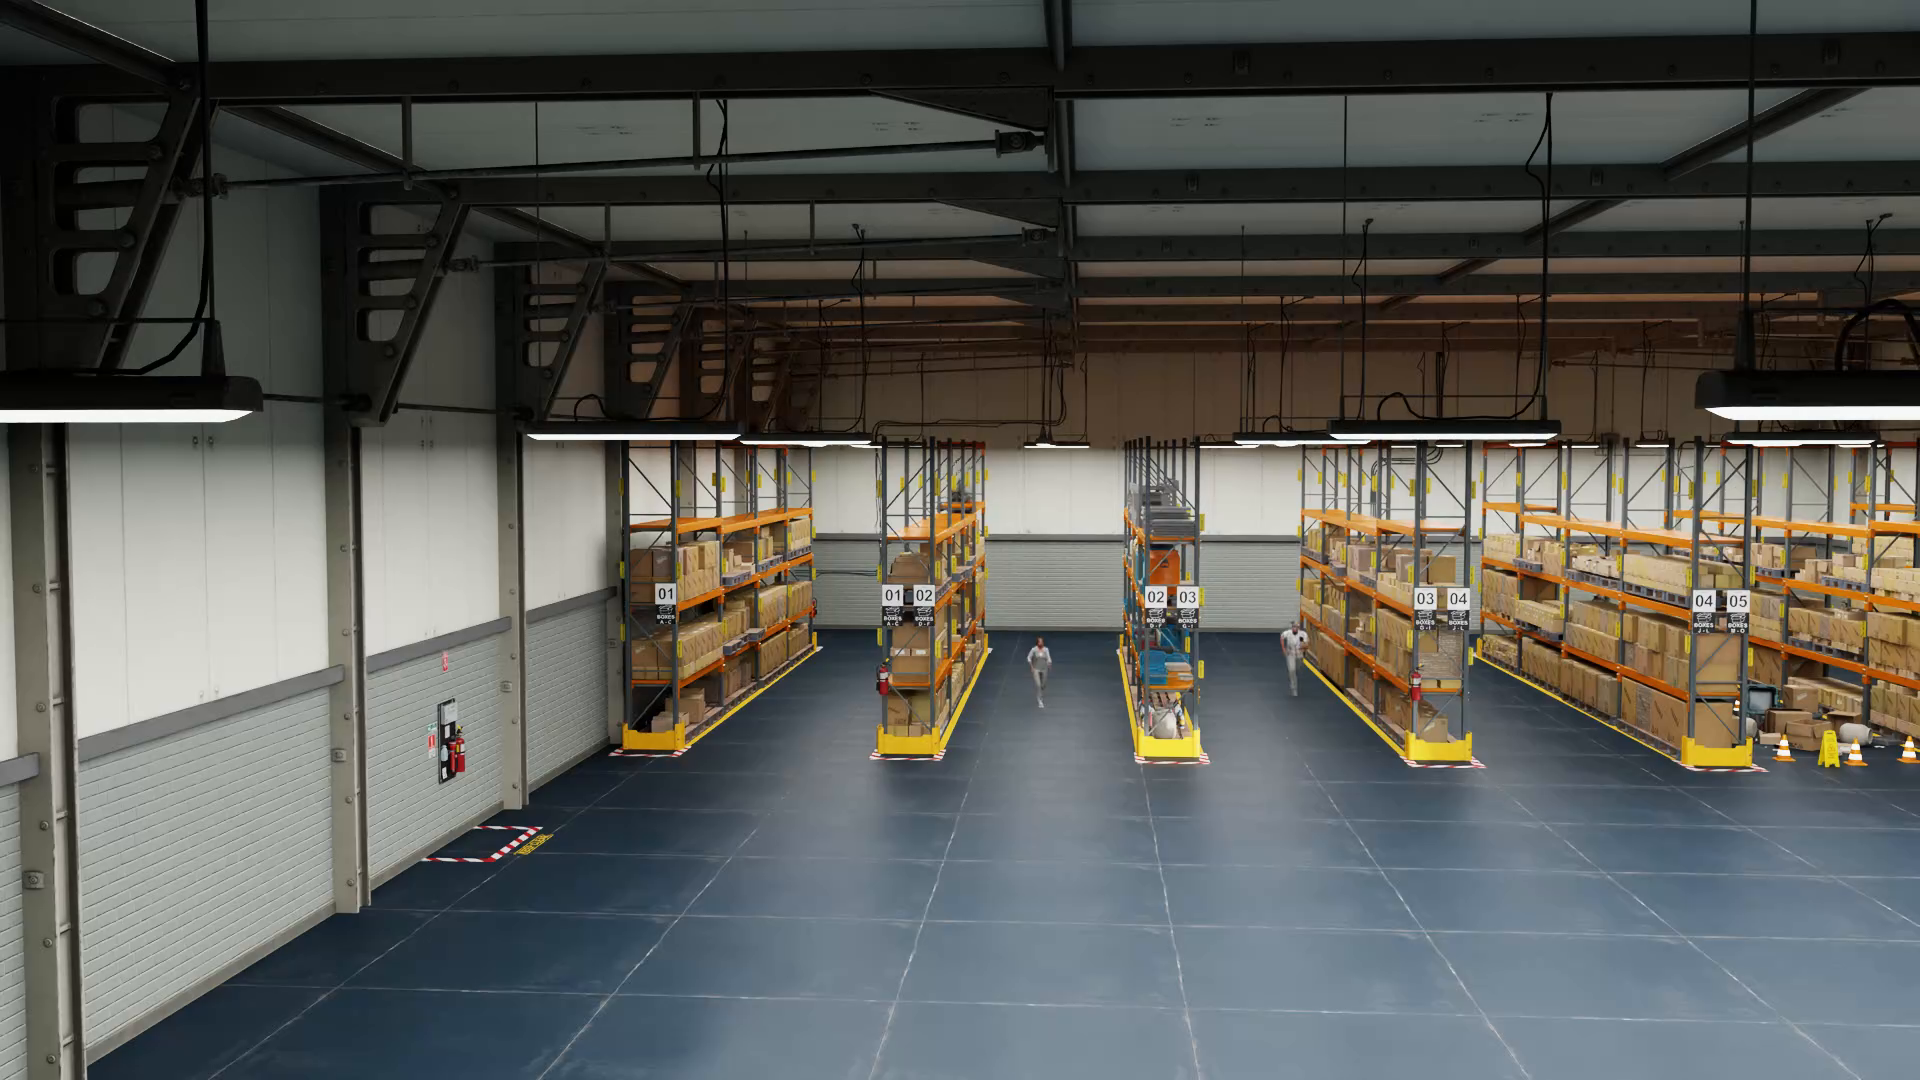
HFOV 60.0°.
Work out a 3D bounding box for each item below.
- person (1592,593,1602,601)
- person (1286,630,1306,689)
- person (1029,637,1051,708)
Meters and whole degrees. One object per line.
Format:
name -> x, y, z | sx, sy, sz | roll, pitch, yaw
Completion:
person -> 18.146, 2.346, 47.480 | 0.733, 1.757, 0.535 | 0, 3, -4
person -> 7.907, 2.787, 39.263 | 0.465, 1.369, 0.924 | 0, 3, 2
person -> 1.774, 2.949, 37.416 | 0.494, 1.570, 0.743 | 0, 3, -7
